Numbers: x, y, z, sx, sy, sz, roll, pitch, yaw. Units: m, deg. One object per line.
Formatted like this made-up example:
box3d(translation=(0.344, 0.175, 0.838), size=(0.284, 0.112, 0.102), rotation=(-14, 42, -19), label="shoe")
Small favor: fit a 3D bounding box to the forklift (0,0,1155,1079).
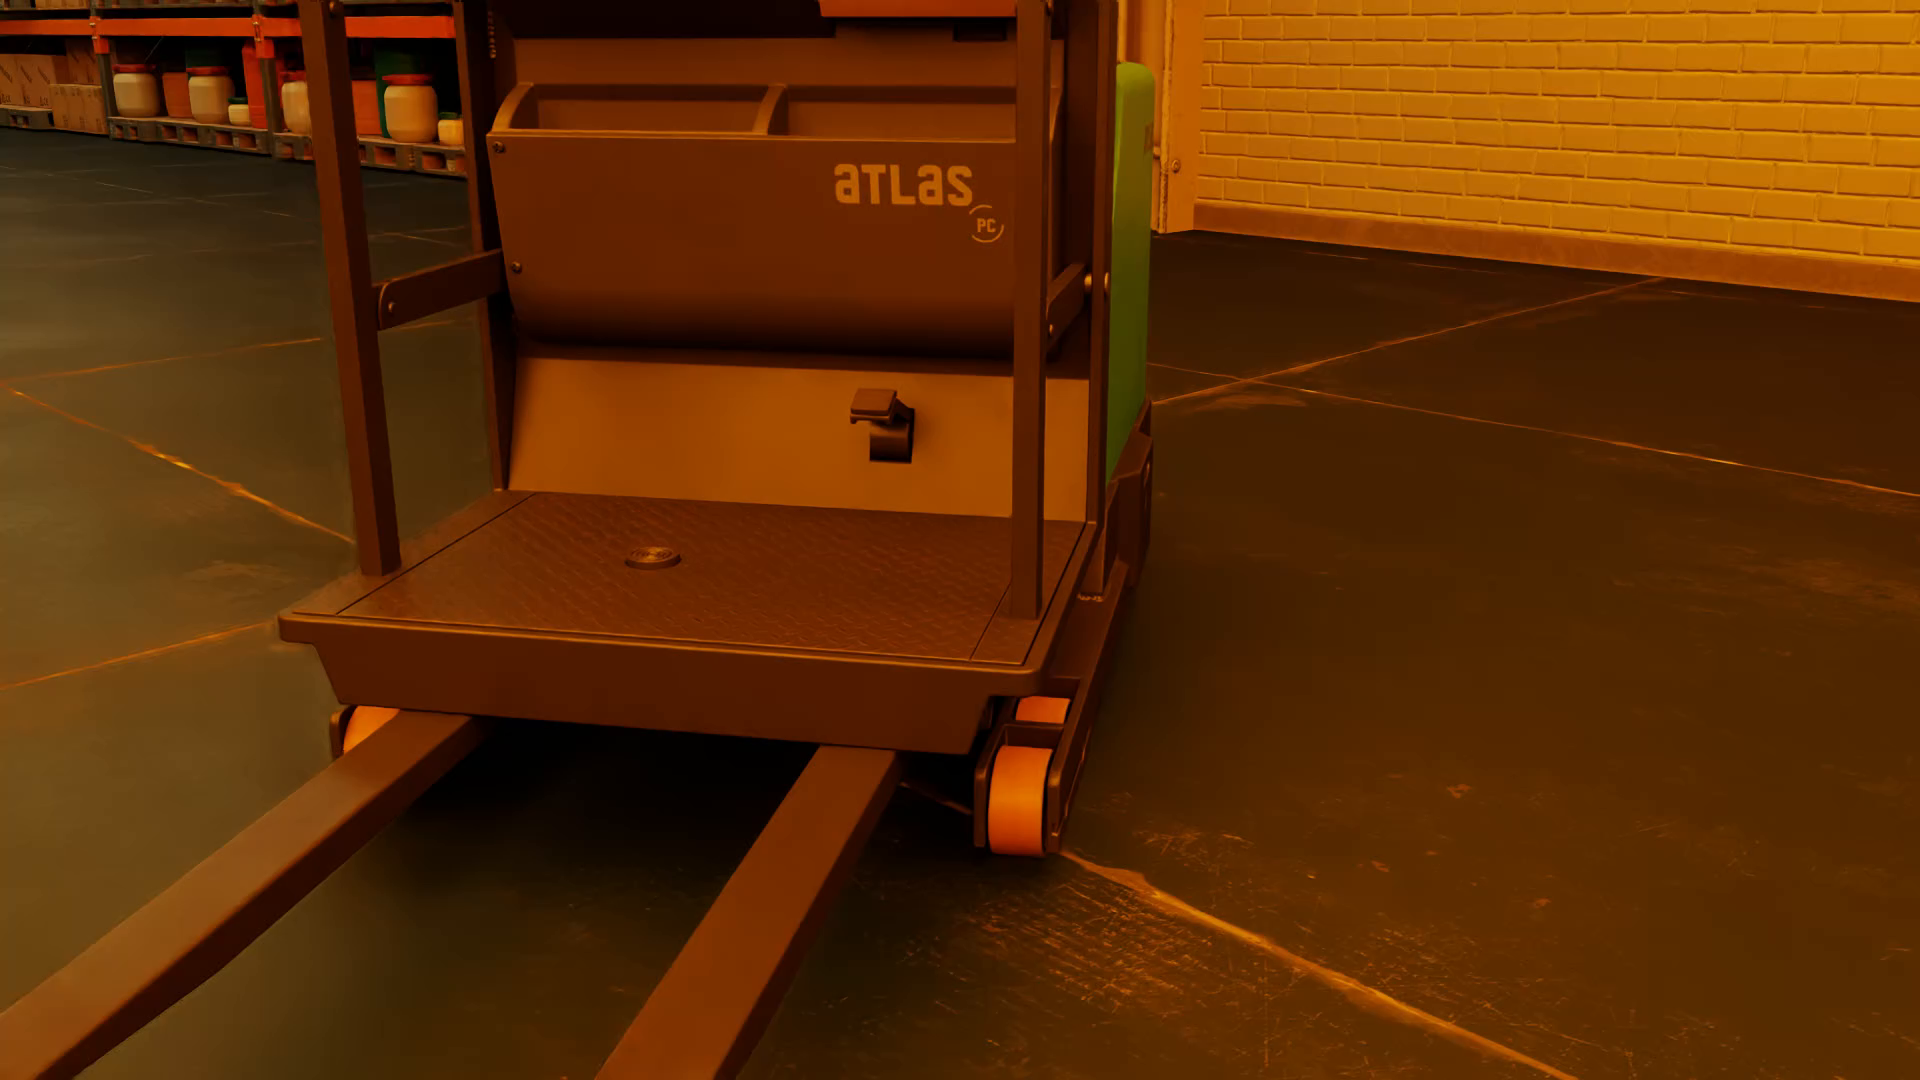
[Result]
box3d(translation=(-0.341, -1.057, 2.349), size=(1.130, 2.935, 3.031), rotation=(3, 17, 11), label="forklift")
